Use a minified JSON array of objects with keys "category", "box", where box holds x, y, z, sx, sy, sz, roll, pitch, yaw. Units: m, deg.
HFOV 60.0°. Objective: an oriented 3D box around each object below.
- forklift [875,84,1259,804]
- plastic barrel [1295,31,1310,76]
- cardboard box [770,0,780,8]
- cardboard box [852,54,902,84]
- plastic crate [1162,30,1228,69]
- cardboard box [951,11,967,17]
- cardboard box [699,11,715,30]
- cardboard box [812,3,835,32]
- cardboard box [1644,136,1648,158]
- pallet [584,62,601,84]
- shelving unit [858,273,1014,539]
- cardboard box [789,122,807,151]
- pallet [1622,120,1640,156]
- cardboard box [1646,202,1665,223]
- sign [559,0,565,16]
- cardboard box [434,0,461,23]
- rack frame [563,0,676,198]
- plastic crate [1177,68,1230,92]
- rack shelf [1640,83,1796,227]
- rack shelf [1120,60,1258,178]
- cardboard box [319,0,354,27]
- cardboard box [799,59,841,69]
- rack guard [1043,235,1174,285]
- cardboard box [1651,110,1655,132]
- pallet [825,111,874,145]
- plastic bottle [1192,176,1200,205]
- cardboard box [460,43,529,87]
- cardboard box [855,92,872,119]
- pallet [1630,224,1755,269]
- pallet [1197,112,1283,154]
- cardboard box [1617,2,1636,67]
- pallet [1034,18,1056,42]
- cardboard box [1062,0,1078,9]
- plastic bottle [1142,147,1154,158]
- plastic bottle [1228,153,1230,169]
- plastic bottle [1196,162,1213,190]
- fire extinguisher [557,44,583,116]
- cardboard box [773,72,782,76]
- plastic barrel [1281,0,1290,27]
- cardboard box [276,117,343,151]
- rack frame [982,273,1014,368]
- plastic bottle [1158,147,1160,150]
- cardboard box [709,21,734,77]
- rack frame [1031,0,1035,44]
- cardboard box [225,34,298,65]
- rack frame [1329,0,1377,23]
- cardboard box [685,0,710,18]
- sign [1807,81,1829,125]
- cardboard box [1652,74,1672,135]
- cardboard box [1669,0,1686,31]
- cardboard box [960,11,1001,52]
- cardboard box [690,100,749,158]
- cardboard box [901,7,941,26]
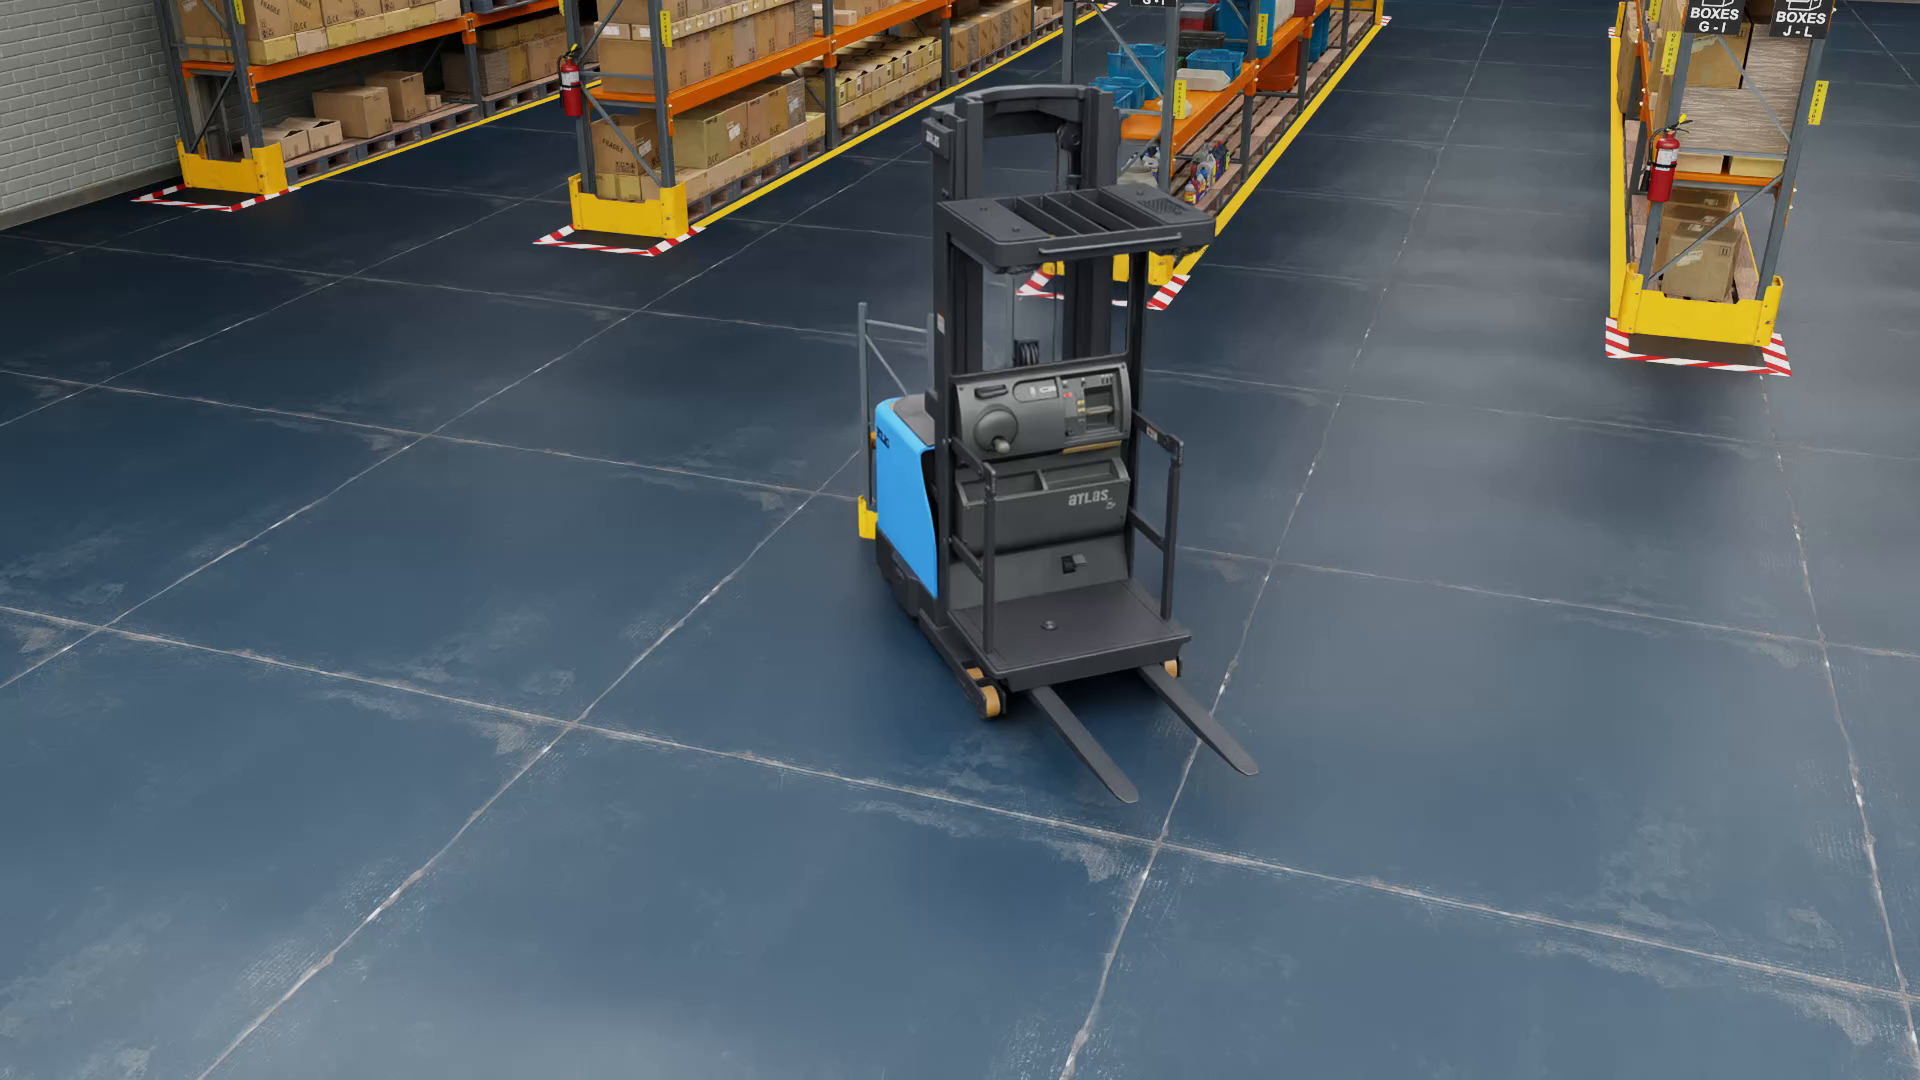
[{"category":"forklift","box":[0.506,-0.624,8.175,1.130,2.935,3.031,-10,27,-19]},{"category":"plastic barrel","box":[4.561,-6.813,23.165,0.600,0.588,0.708,9,27,17]},{"category":"cardboard box","box":[-2.191,-5.895,18.123,0.380,0.149,0.250,9,27,17]},{"category":"cardboard box","box":[-1.079,-6.088,21.411,0.500,0.311,0.500,10,27,19]},{"category":"plastic crate","box":[2.413,-5.174,17.565,0.767,0.338,0.504,9,27,17]},{"category":"cardboard box","box":[-0.200,-7.683,25.039,0.500,0.500,0.500,8,27,15]},{"category":"cardboard box","box":[-2.704,-5.256,16.804,0.380,0.149,0.250,8,27,17]},{"category":"cardboard box","box":[-1.840,-6.259,19.908,0.500,0.250,0.500,11,28,21]},{"category":"cardboard box","box":[7.965,-4.426,18.312,0.700,0.500,0.500,6,27,13]},{"category":"pallet","box":[-5.565,-6.903,24.265,1.003,0.211,1.213,9,27,17]},{"category":"shelving unit","box":[-0.123,-0.852,10.288,0.587,1.500,1.083,13,29,25]},{"category":"cardboard box","box":[-2.086,-4.643,19.072,0.500,0.250,0.500,9,27,17]},{"category":"pallet","box":[8.448,-4.748,19.814,1.003,0.211,1.213,9,27,17]},{"category":"cardboard box","box":[7.024,-3.349,16.111,0.500,0.500,0.500,19,32,34]},{"category":"sign","box":[-3.800,-5.187,15.920,0.100,0.325,0.005,9,27,17]},{"category":"cardboard box","box":[-6.507,-6.538,20.460,0.500,0.250,0.500,9,27,18]},{"category":"rack frame","box":[-3.293,-4.474,16.049,1.000,3.000,0.127,9,27,17]},{"category":"plastic crate","box":[2.406,-4.576,16.561,0.530,0.136,0.437,9,27,17]},{"category":"rack shelf","box":[6.713,-3.534,14.933,1.077,0.370,4.000,9,27,17]},{"category":"rack shelf","box":[2.042,-4.253,16.417,1.077,0.370,4.000,9,27,17]},{"category":"cardboard box","box":[-7.172,-6.036,18.563,0.500,0.500,0.500,8,27,16]},{"category":"cardboard box","box":[-1.762,-5.950,21.126,0.500,0.311,0.500,9,27,17]},{"category":"rack guard","box":[1.357,-2.668,15.186,1.175,0.500,0.348,9,27,17]},{"category":"cardboard box","box":[6.347,-3.702,14.742,0.380,0.149,0.250,9,27,17]},{"category":"pallet","box":[-1.754,-5.172,20.689,1.003,0.211,1.213,9,27,17]},{"category":"plastic bottle","box":[2.366,-3.520,16.691,0.061,0.283,0.133,9,27,18]},{"category":"cardboard box","box":[-6.281,-6.433,22.457,0.700,0.500,0.500,8,27,16]},{"category":"cardboard box","box":[-1.423,-5.409,20.654,0.500,0.250,0.500,9,27,19]},{"category":"pallet","box":[6.784,-2.641,15.462,1.003,0.211,1.213,9,27,17]},{"category":"pallet","box":[3.337,-4.975,20.282,1.003,0.211,1.213,9,27,17]},{"category":"cardboard box","box":[9.846,-6.935,23.087,1.225,0.875,0.875,9,27,18]},{"category":"pallet","box":[0.929,-8.433,27.425,1.003,0.211,1.213,9,27,17]},{"category":"cardboard box","box":[1.738,-9.365,28.800,0.500,0.250,0.500,9,27,17]},{"category":"plastic bottle","box":[1.985,-4.055,17.718,0.144,0.351,0.185,8,27,15]},{"category":"plastic bottle","box":[2.881,-4.143,18.070,0.097,0.201,0.097,0,26,0]},{"category":"plastic bottle","box":[2.536,-3.786,17.249,0.152,0.276,0.135,9,27,18]},{"category":"fire extinguisher","box":[-3.771,-4.458,16.105,0.296,0.674,0.183,9,27,17]},{"category":"cardboard box","box":[-2.412,-5.262,19.489,0.500,0.500,0.500,9,27,17]},{"category":"plastic barrel","box":[3.758,-6.466,20.034,0.421,0.512,0.421,0,26,0]},{"category":"cardboard box","box":[-7.461,-4.685,19.064,0.500,0.311,0.500,11,28,22]},{"category":"rack frame","box":[0.107,-1.045,10.686,0.500,1.500,0.032,13,29,25]},{"category":"plastic bottle","box":[2.184,-4.112,17.835,0.144,0.351,0.185,9,27,17]},{"category":"cardboard box","box":[-2.785,-5.129,17.287,0.700,0.500,0.500,9,27,18]},{"category":"rack frame","box":[0.700,-9.406,26.234,1.000,3.000,0.127,9,27,17]},{"category":"cardboard box","box":[-7.504,-5.287,17.877,0.500,0.250,0.500,8,27,16]},{"category":"rack frame","box":[6.701,-10.330,28.143,1.000,3.000,0.127,9,27,17]},{"category":"cardboard box","box":[-2.938,-5.532,16.630,0.700,0.500,0.500,8,27,16]},{"category":"sign","box":[6.559,-3.347,12.728,0.100,0.325,0.005,9,27,17]},{"category":"cardboard box","box":[6.309,-3.660,13.911,0.875,0.500,0.500,9,27,17]},{"category":"cardboard box","box":[6.327,-4.339,14.165,0.500,0.500,0.500,9,27,17]},{"category":"cardboard box","box":[0.299,-7.617,24.904,0.500,0.500,0.500,8,27,16]},{"category":"cardboard box","box":[-2.586,-4.365,17.635,0.500,0.500,0.500,9,27,17]},{"category":"cardboard box","box":[-0.527,-7.615,24.038,0.500,0.250,0.500,10,28,19]}]
